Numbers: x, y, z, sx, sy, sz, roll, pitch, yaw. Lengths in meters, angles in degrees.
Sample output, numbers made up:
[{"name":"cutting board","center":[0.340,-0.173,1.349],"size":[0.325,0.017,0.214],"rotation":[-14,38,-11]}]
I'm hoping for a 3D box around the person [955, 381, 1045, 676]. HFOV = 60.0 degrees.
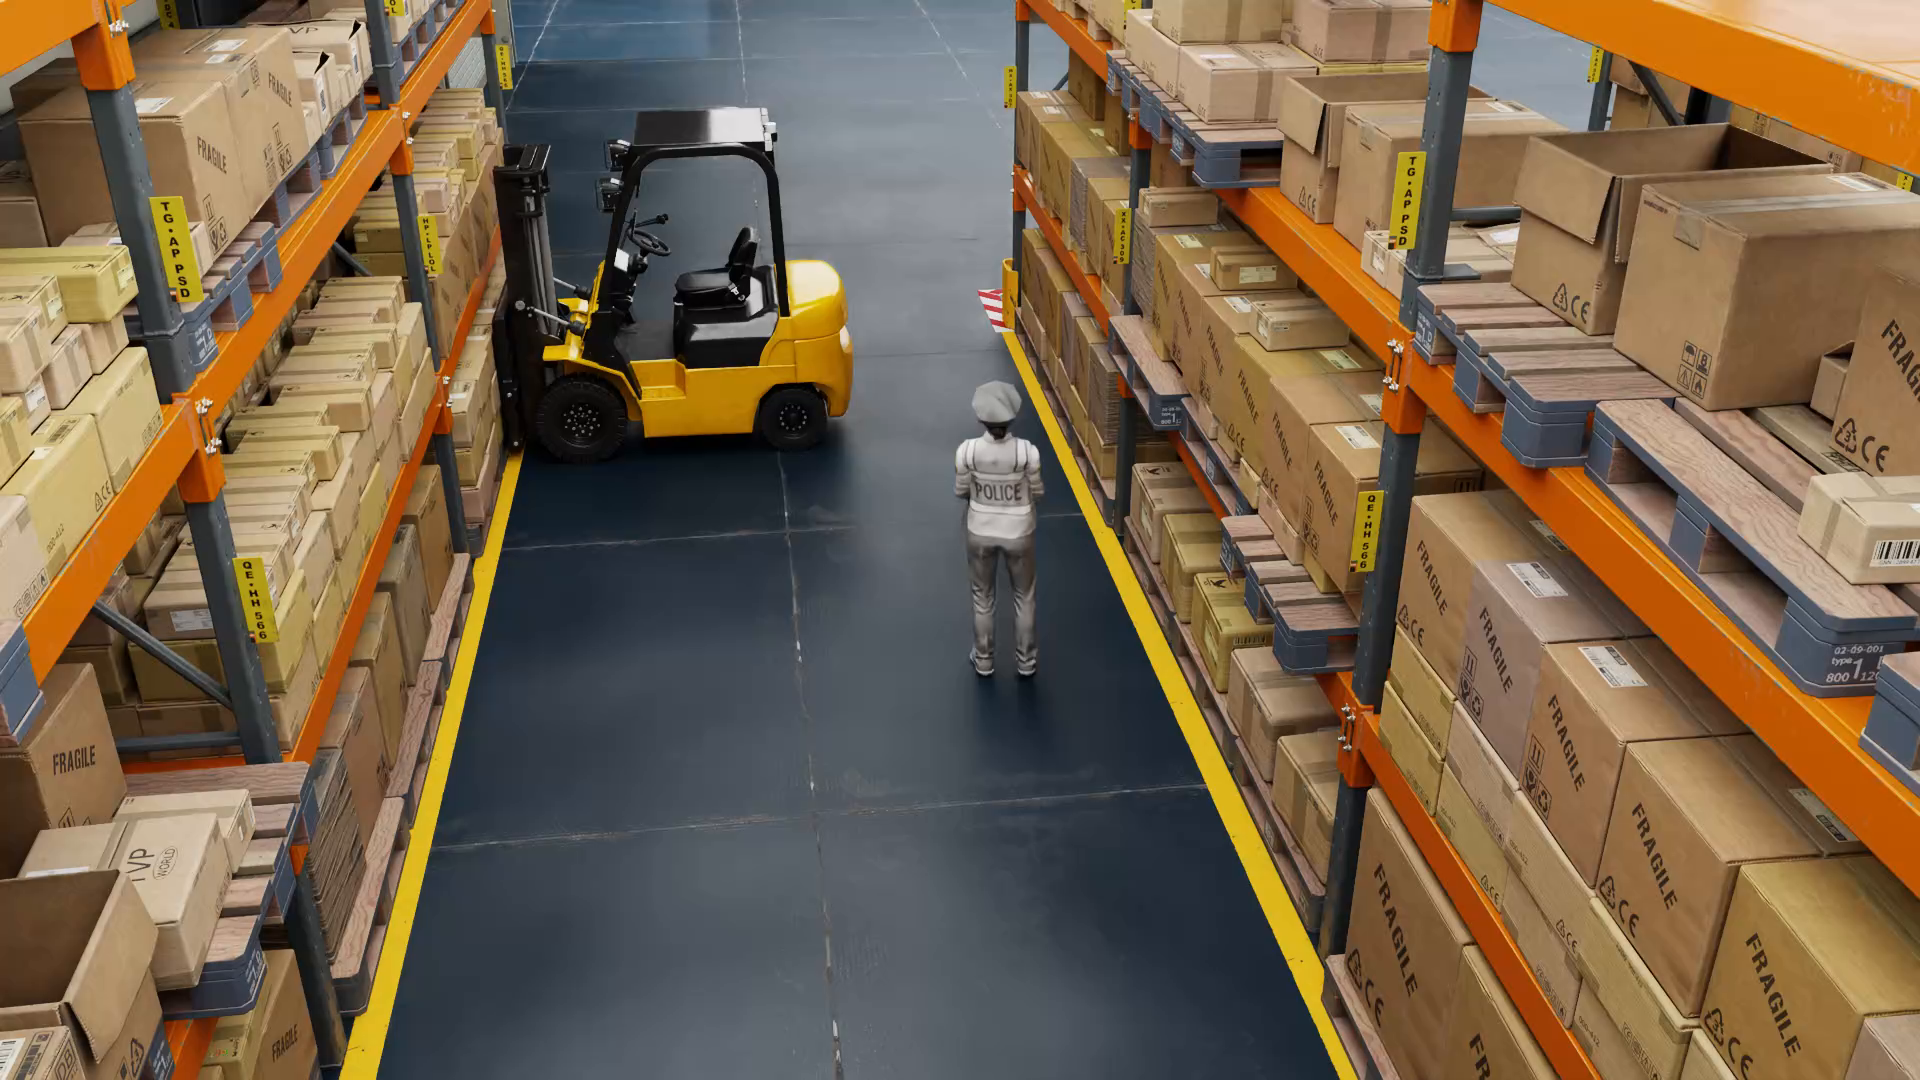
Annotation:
[{"name":"person","center":[0.209,-0.069,8.711],"size":[0.469,1.698,0.549],"rotation":[3,27,6]}]
